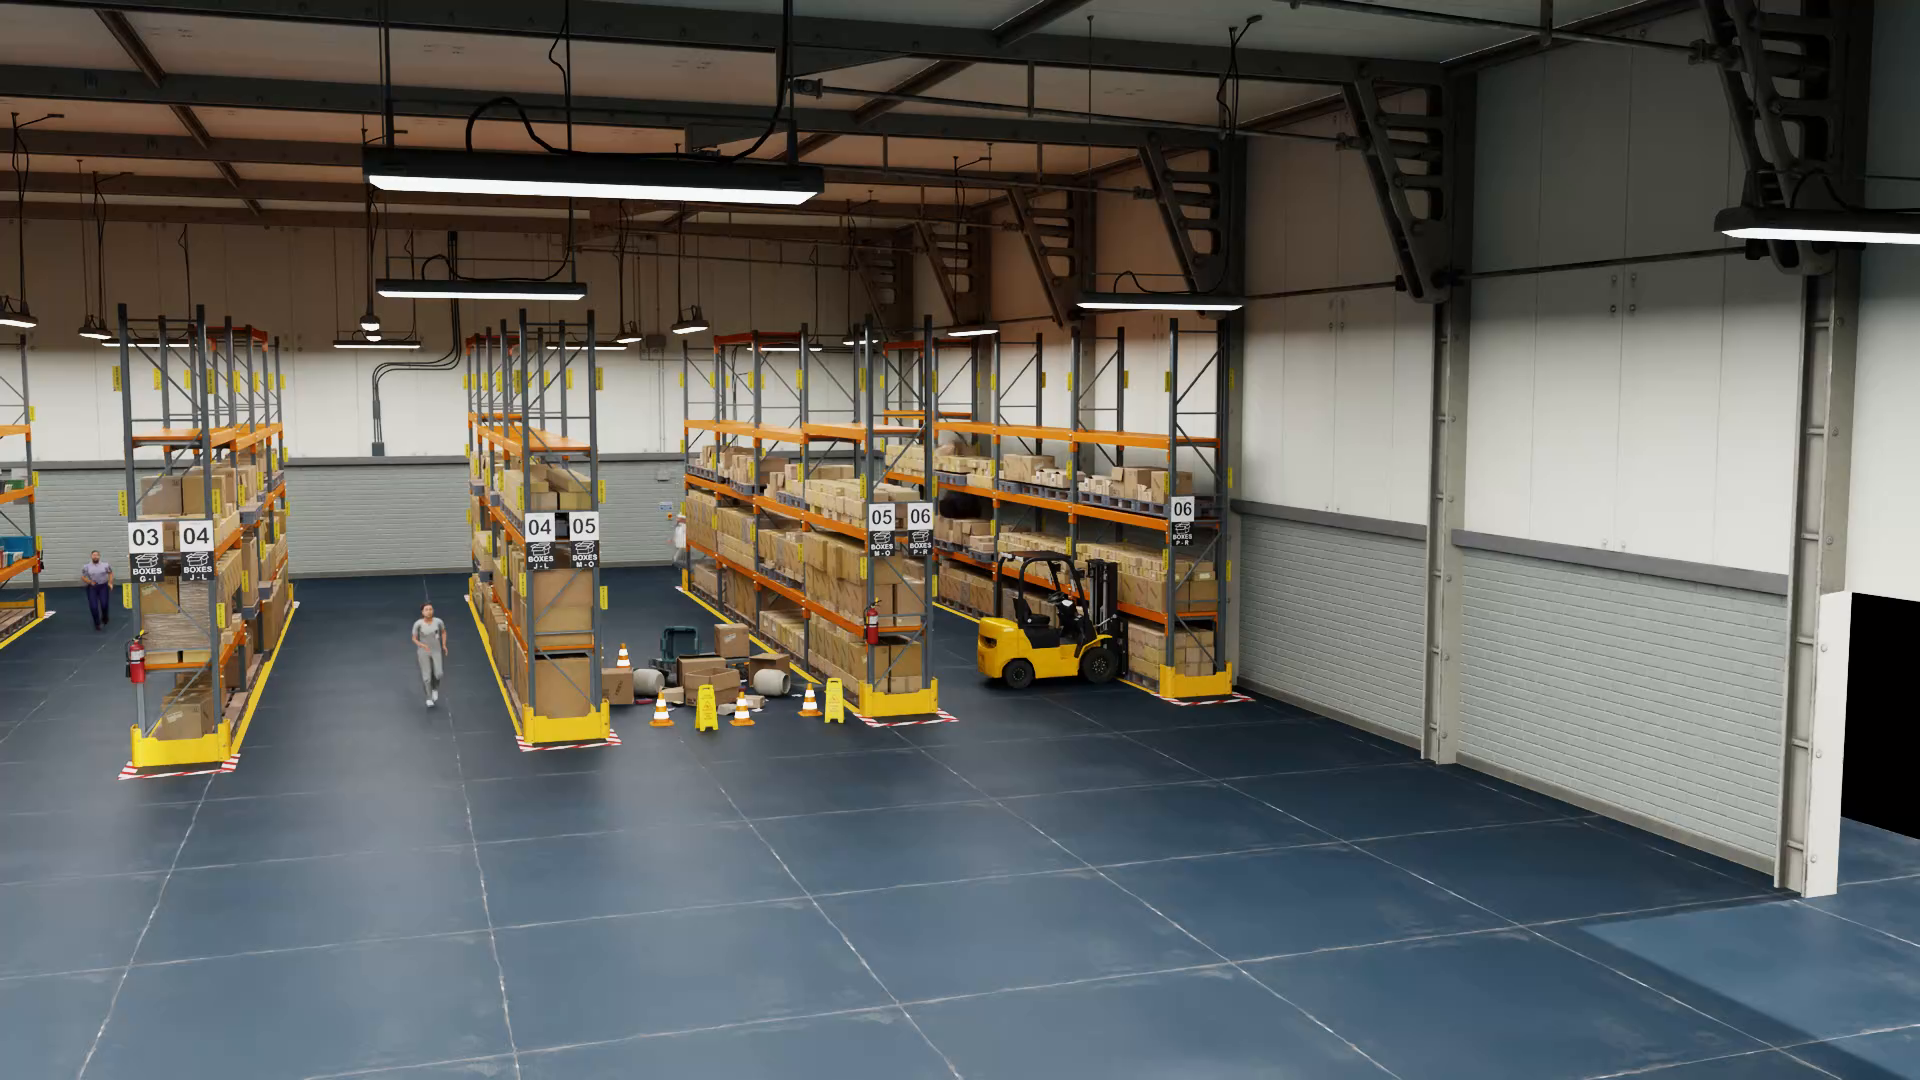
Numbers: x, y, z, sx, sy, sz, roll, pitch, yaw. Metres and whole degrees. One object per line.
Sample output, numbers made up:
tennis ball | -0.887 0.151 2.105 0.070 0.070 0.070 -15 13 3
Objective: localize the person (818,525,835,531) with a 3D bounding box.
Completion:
person | -3.047 0.251 37.823 0.673 1.844 0.852 -3 6 -29

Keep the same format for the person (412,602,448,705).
person | -8.153 1.762 25.626 0.543 1.624 0.636 -3 6 -27

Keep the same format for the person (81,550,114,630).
person | -17.453 1.025 33.675 0.599 1.587 0.531 -3 6 -29

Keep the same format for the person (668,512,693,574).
person | -7.037 0.159 41.955 0.662 1.726 0.640 -3 6 -32
